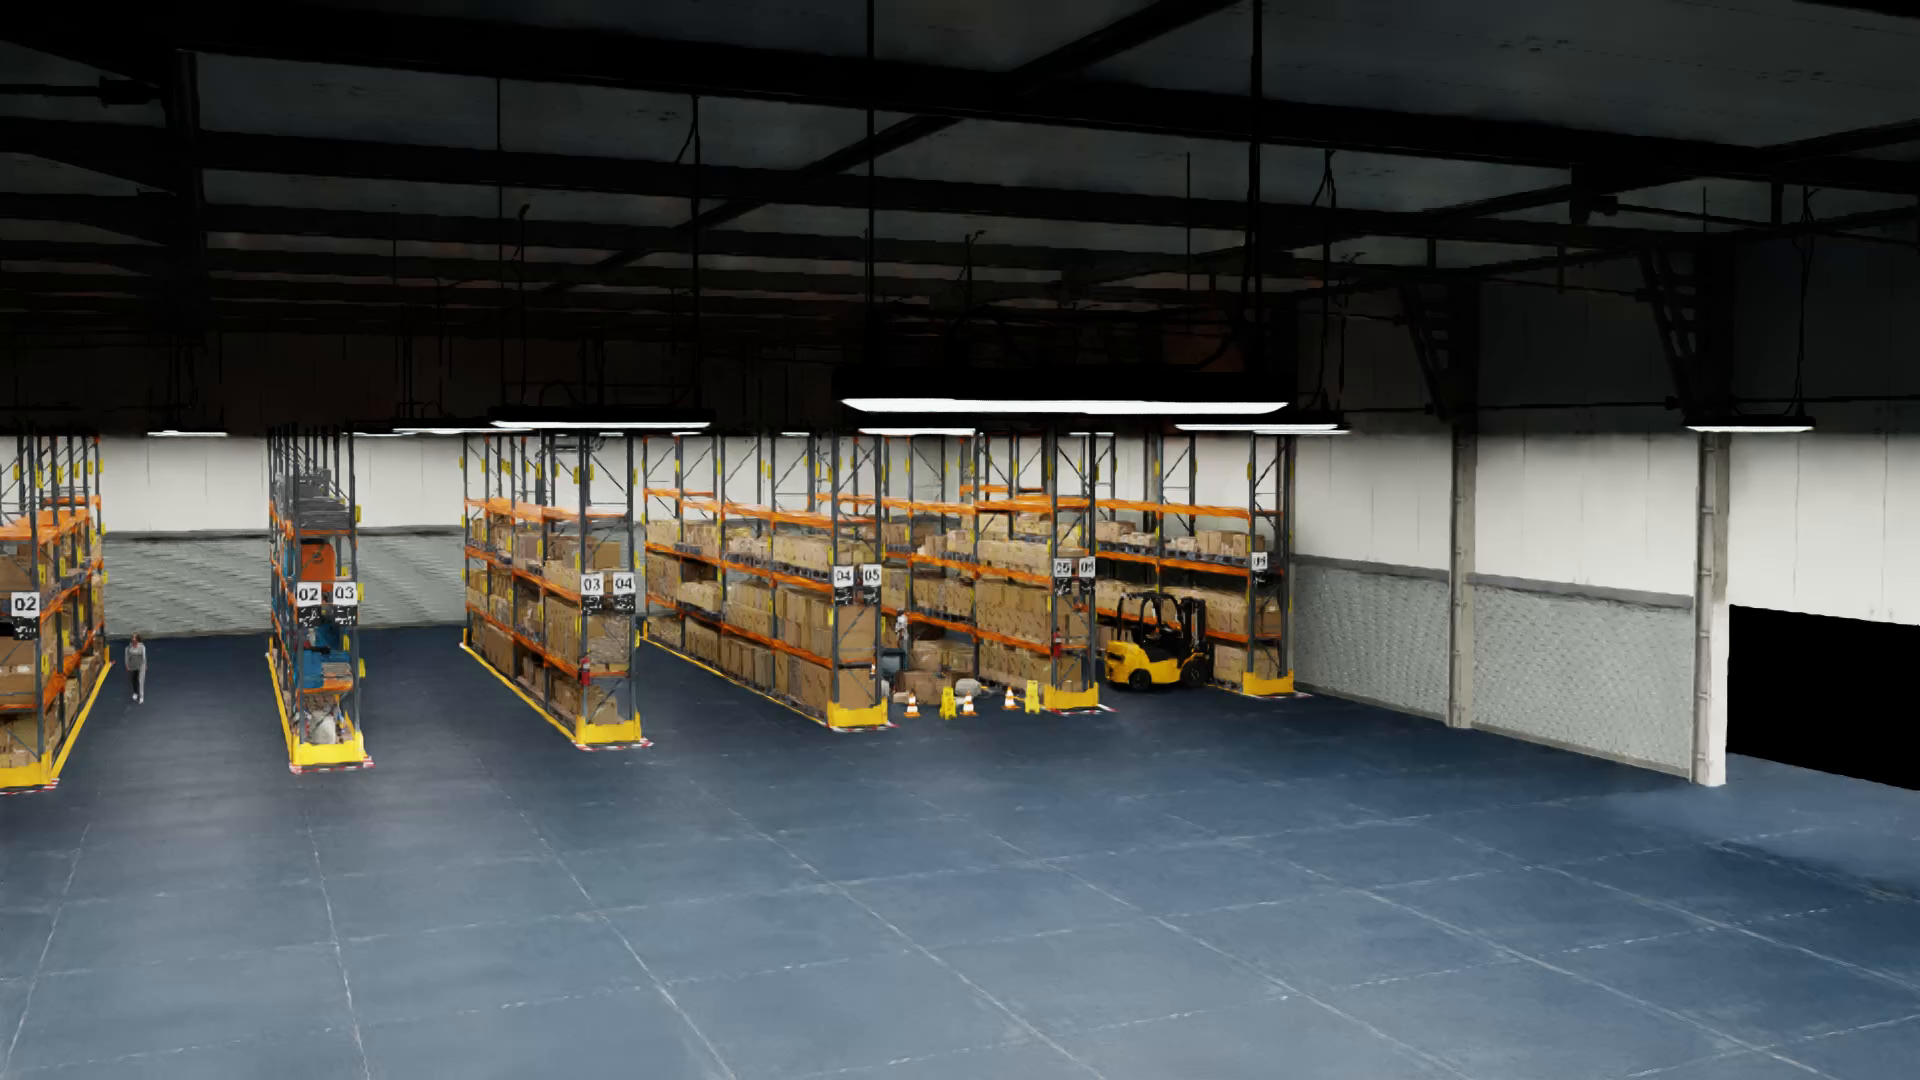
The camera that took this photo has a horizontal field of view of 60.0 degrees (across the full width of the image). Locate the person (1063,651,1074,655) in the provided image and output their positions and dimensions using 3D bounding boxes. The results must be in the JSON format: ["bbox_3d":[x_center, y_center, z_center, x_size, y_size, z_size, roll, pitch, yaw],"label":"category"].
[{"bbox_3d":[2.528,2.519,39.180,0.527,1.592,0.523,1,4,9],"label":"person"}]

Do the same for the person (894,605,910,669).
[{"bbox_3d":[-1.431,2.418,40.253,0.556,1.664,0.574,0,3,1],"label":"person"}]

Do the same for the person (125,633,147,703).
[{"bbox_3d":[-17.843,2.751,35.994,0.417,1.517,1.037,-1,4,-22],"label":"person"}]

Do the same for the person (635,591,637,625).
[{"bbox_3d":[-10.095,1.797,50.272,0.602,1.732,0.984,0,3,-4],"label":"person"}]
